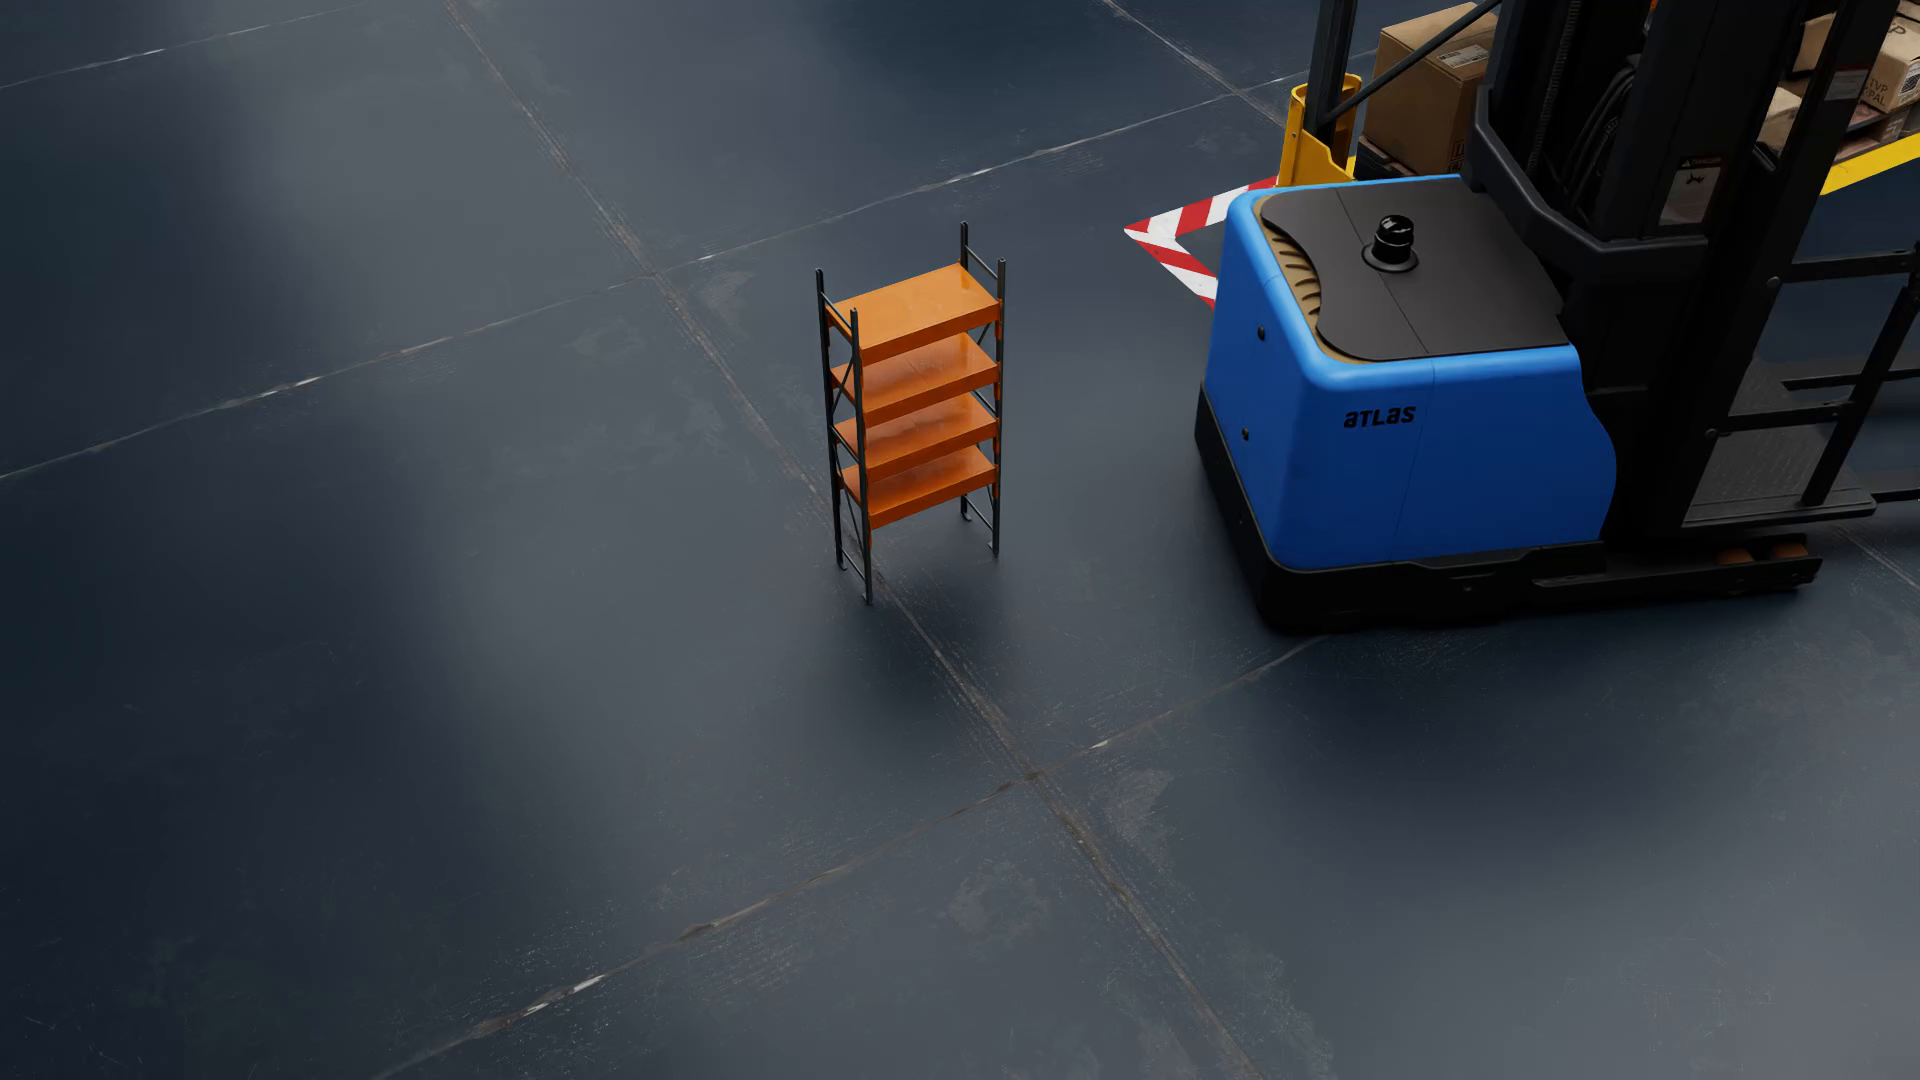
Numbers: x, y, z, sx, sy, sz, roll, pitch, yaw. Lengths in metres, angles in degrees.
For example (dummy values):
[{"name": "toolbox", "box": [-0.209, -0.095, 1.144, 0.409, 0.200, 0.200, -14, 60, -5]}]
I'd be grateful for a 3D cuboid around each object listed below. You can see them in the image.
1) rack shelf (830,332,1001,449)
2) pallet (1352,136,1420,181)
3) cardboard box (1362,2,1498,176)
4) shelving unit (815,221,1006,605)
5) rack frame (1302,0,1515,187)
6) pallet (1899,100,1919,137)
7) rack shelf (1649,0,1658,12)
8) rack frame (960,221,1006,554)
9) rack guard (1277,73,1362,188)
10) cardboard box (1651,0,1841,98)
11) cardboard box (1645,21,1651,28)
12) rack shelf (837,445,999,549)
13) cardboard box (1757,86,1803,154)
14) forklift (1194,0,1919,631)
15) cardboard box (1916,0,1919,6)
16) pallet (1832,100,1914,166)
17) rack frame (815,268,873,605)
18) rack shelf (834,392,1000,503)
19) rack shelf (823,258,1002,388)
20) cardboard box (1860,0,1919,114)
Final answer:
[{"name": "rack shelf", "box": [-0.144, -0.485, 5.164, 0.480, 0.148, 0.258, -22, 48, -21]}, {"name": "pallet", "box": [2.495, -1.587, 7.234, 1.213, 0.211, 1.003, -22, 48, -21]}, {"name": "cardboard box", "box": [2.087, -1.882, 7.015, 0.500, 0.500, 0.500, -22, 48, -21]}, {"name": "shelving unit", "box": [-0.144, -0.373, 5.273, 0.503, 1.200, 0.258, -22, 48, -21]}, {"name": "rack frame", "box": [1.739, -2.284, 5.950, 0.127, 3.000, 1.000, -22, 48, -21]}, {"name": "pallet", "box": [4.611, -2.433, 8.106, 1.213, 0.211, 1.003, -22, 48, -21]}, {"name": "rack shelf", "box": [3.473, -2.720, 6.915, 4.000, 0.370, 1.077, -22, 48, -21]}, {"name": "rack frame", "box": [0.068, -0.458, 5.360, 0.015, 1.200, 0.240, -22, 48, -21]}, {"name": "rack guard", "box": [1.805, -1.413, 6.847, 0.348, 0.500, 1.175, -22, 48, -21]}, {"name": "cardboard box", "box": [3.580, -2.279, 7.421, 0.637, 0.503, 0.797, -22, 48, -21]}, {"name": "cardboard box", "box": [2.926, -2.104, 7.423, 0.500, 0.250, 0.500, -22, 48, -21]}, {"name": "rack shelf", "box": [-0.144, -0.182, 5.458, 0.480, 0.148, 0.258, -22, 48, -21]}, {"name": "cardboard box", "box": [3.218, -1.819, 7.129, 0.500, 0.250, 0.500, -22, 48, -21]}, {"name": "forklift", "box": [2.410, -1.226, 4.909, 3.031, 2.935, 1.130, -6, 44, -6]}, {"name": "cardboard box", "box": [4.854, -2.564, 7.717, 0.500, 0.500, 0.500, -22, 48, -21]}, {"name": "pallet", "box": [3.552, -2.007, 7.667, 1.213, 0.211, 1.003, -22, 48, -21]}, {"name": "rack frame", "box": [-0.355, -0.288, 5.186, 0.015, 1.200, 0.240, -22, 48, -21]}, {"name": "rack shelf", "box": [-0.144, -0.325, 5.320, 0.480, 0.148, 0.258, -22, 48, -21]}, {"name": "rack shelf", "box": [-0.144, -0.655, 4.999, 0.480, 0.148, 0.258, -22, 48, -21]}, {"name": "cardboard box", "box": [4.204, -2.236, 7.515, 0.500, 0.311, 0.500, -22, 48, -21]}]
